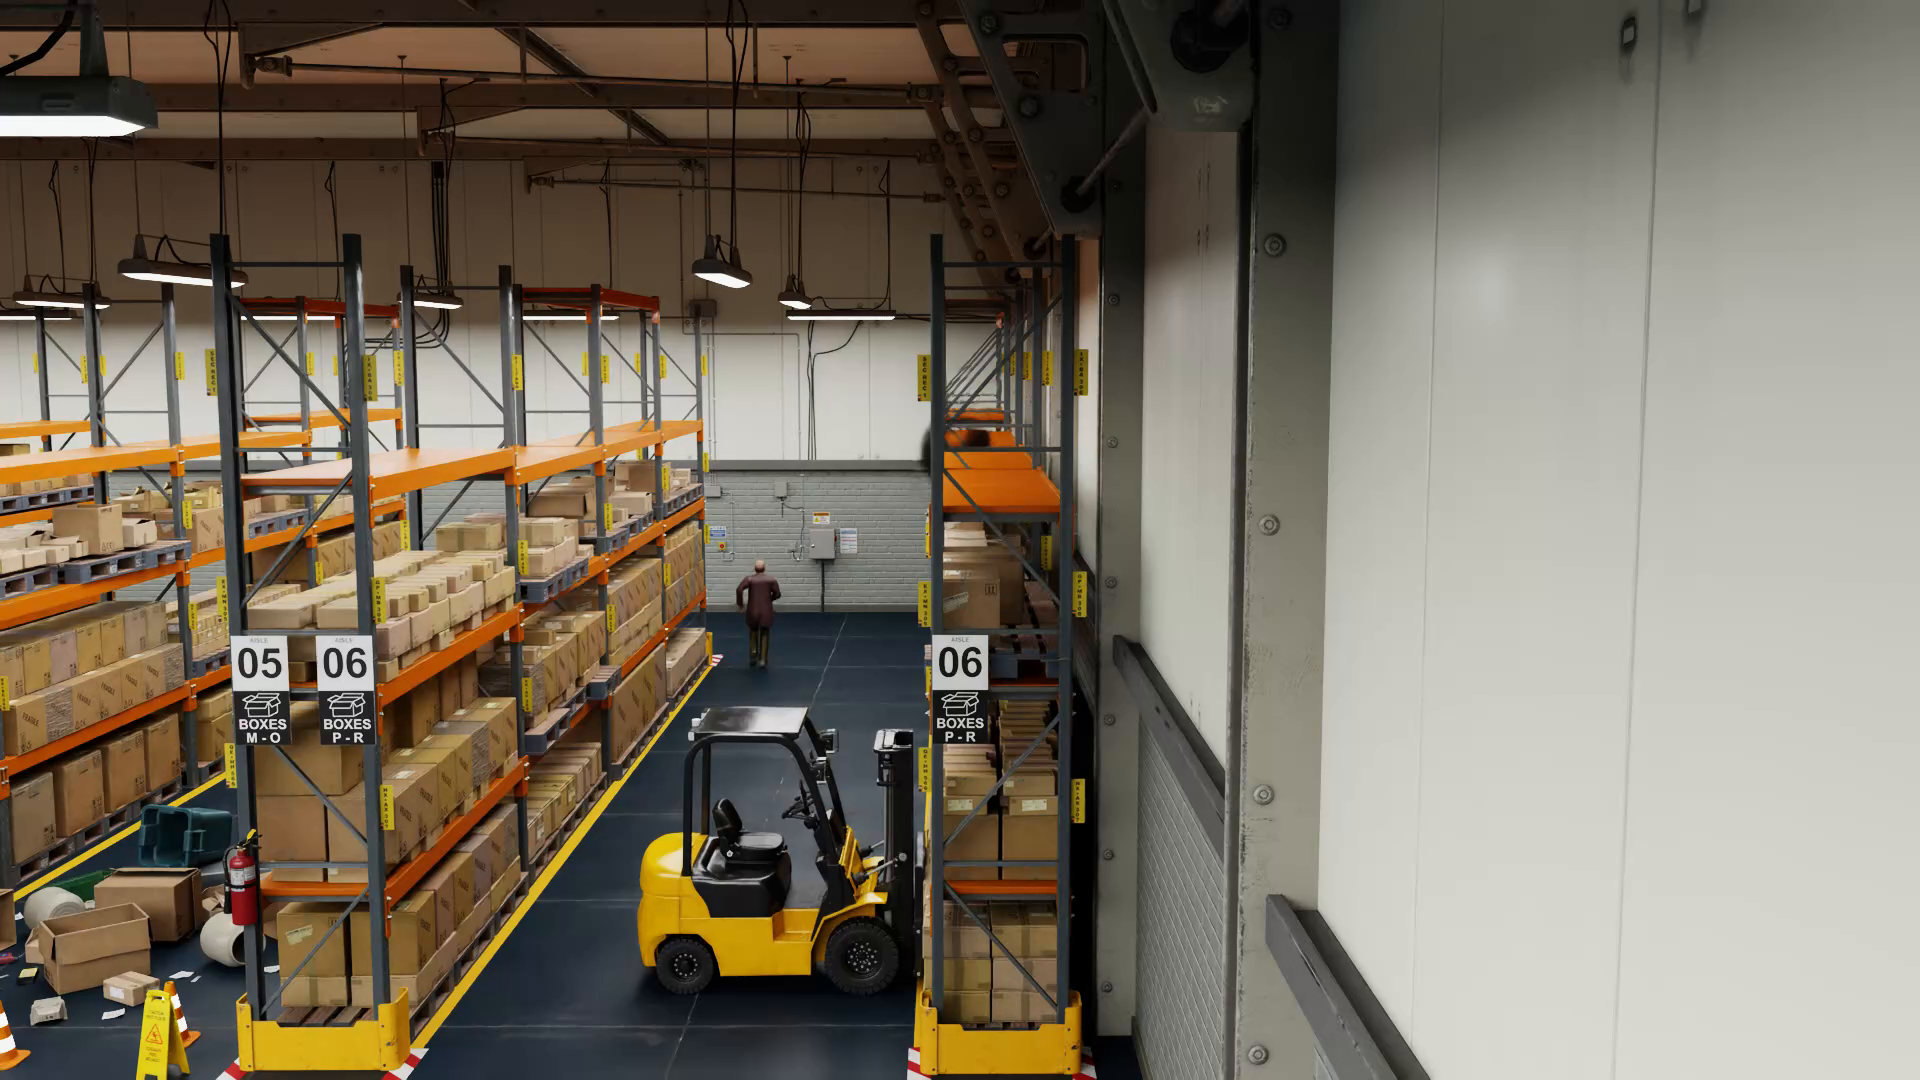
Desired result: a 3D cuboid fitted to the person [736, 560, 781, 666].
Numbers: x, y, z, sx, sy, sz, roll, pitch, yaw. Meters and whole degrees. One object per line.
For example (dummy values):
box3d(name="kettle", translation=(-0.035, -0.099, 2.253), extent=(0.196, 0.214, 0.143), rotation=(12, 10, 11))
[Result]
box3d(name="person", translation=(-3.358, 1.236, 27.762), extent=(0.739, 1.815, 0.760), rotation=(-1, 6, -5))
